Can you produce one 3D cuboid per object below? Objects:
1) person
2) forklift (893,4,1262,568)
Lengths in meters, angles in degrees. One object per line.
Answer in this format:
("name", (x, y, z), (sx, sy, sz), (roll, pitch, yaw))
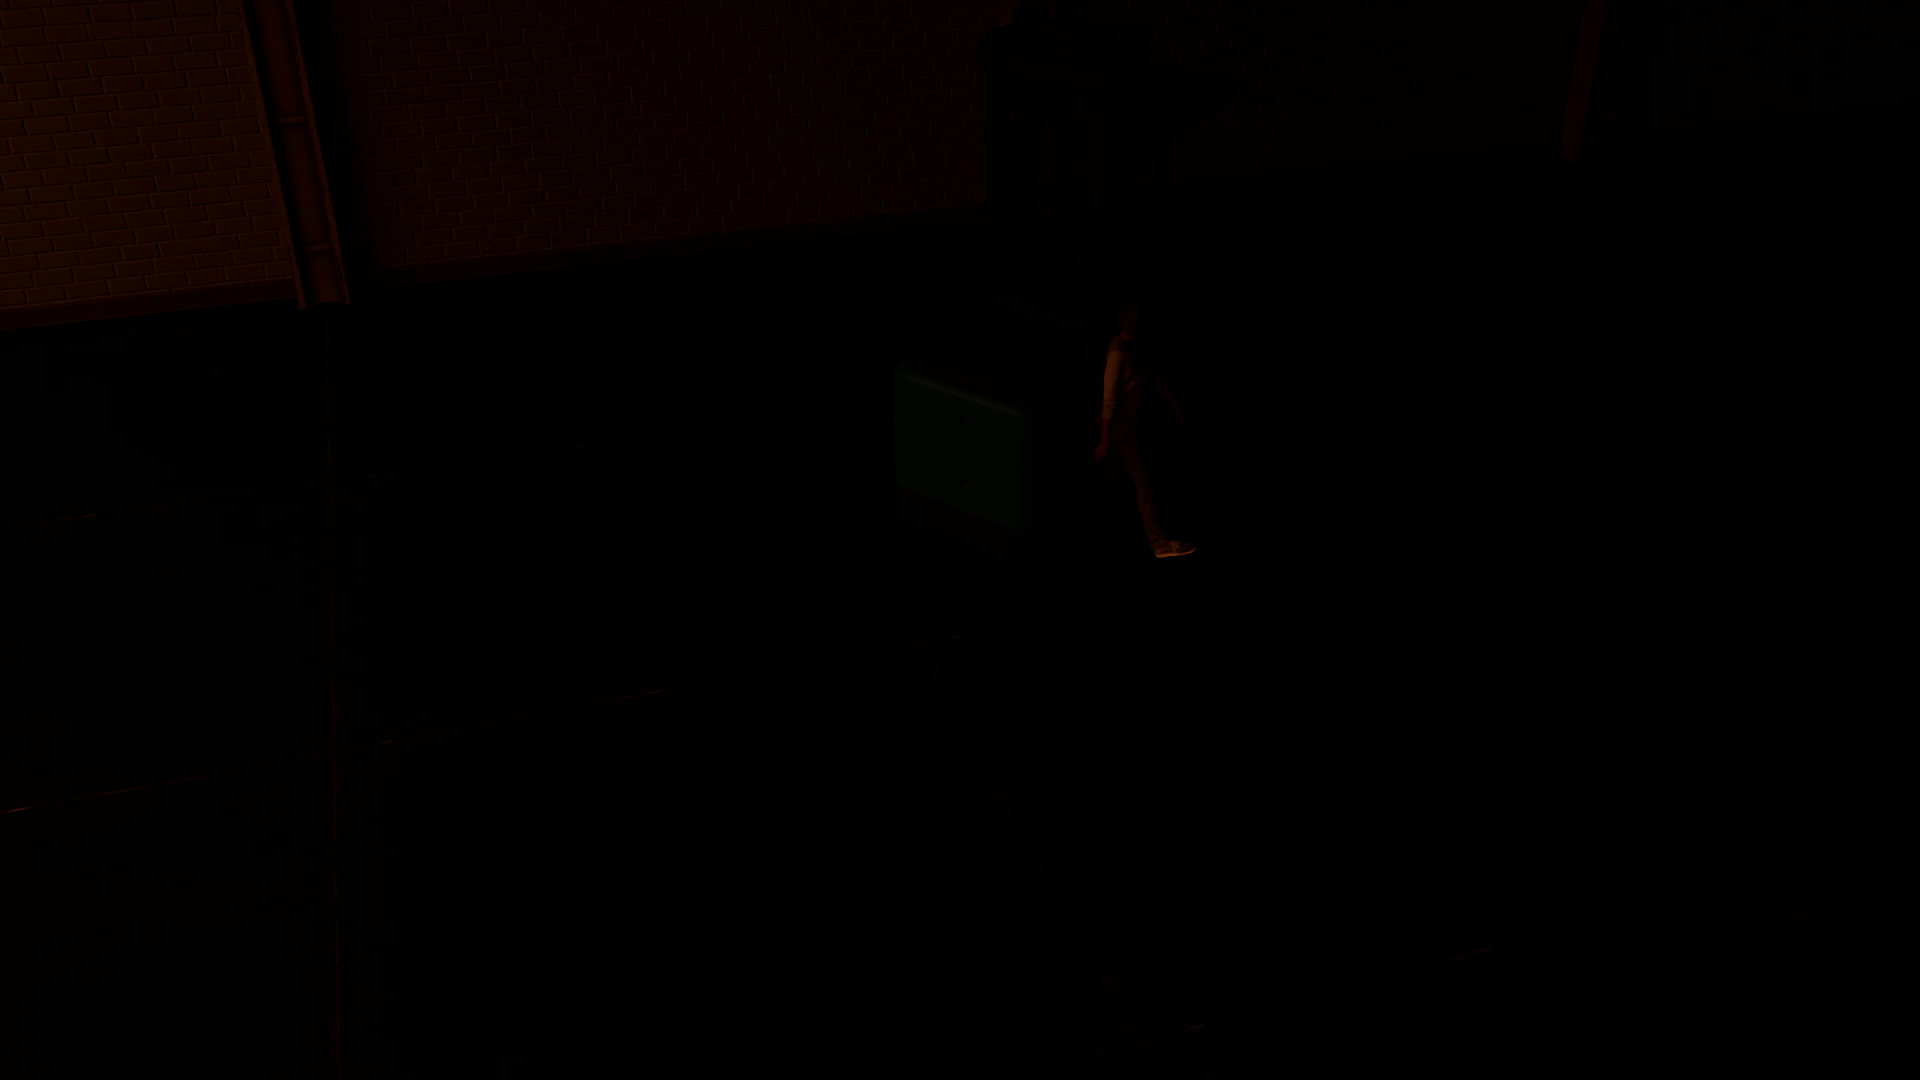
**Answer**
("person", (1.018, -0.621, 9.602), (0.830, 1.561, 0.560), (8, 31, 13))
("forklift", (0.911, -1.774, 10.170), (1.130, 2.935, 3.031), (22, 36, 33))
